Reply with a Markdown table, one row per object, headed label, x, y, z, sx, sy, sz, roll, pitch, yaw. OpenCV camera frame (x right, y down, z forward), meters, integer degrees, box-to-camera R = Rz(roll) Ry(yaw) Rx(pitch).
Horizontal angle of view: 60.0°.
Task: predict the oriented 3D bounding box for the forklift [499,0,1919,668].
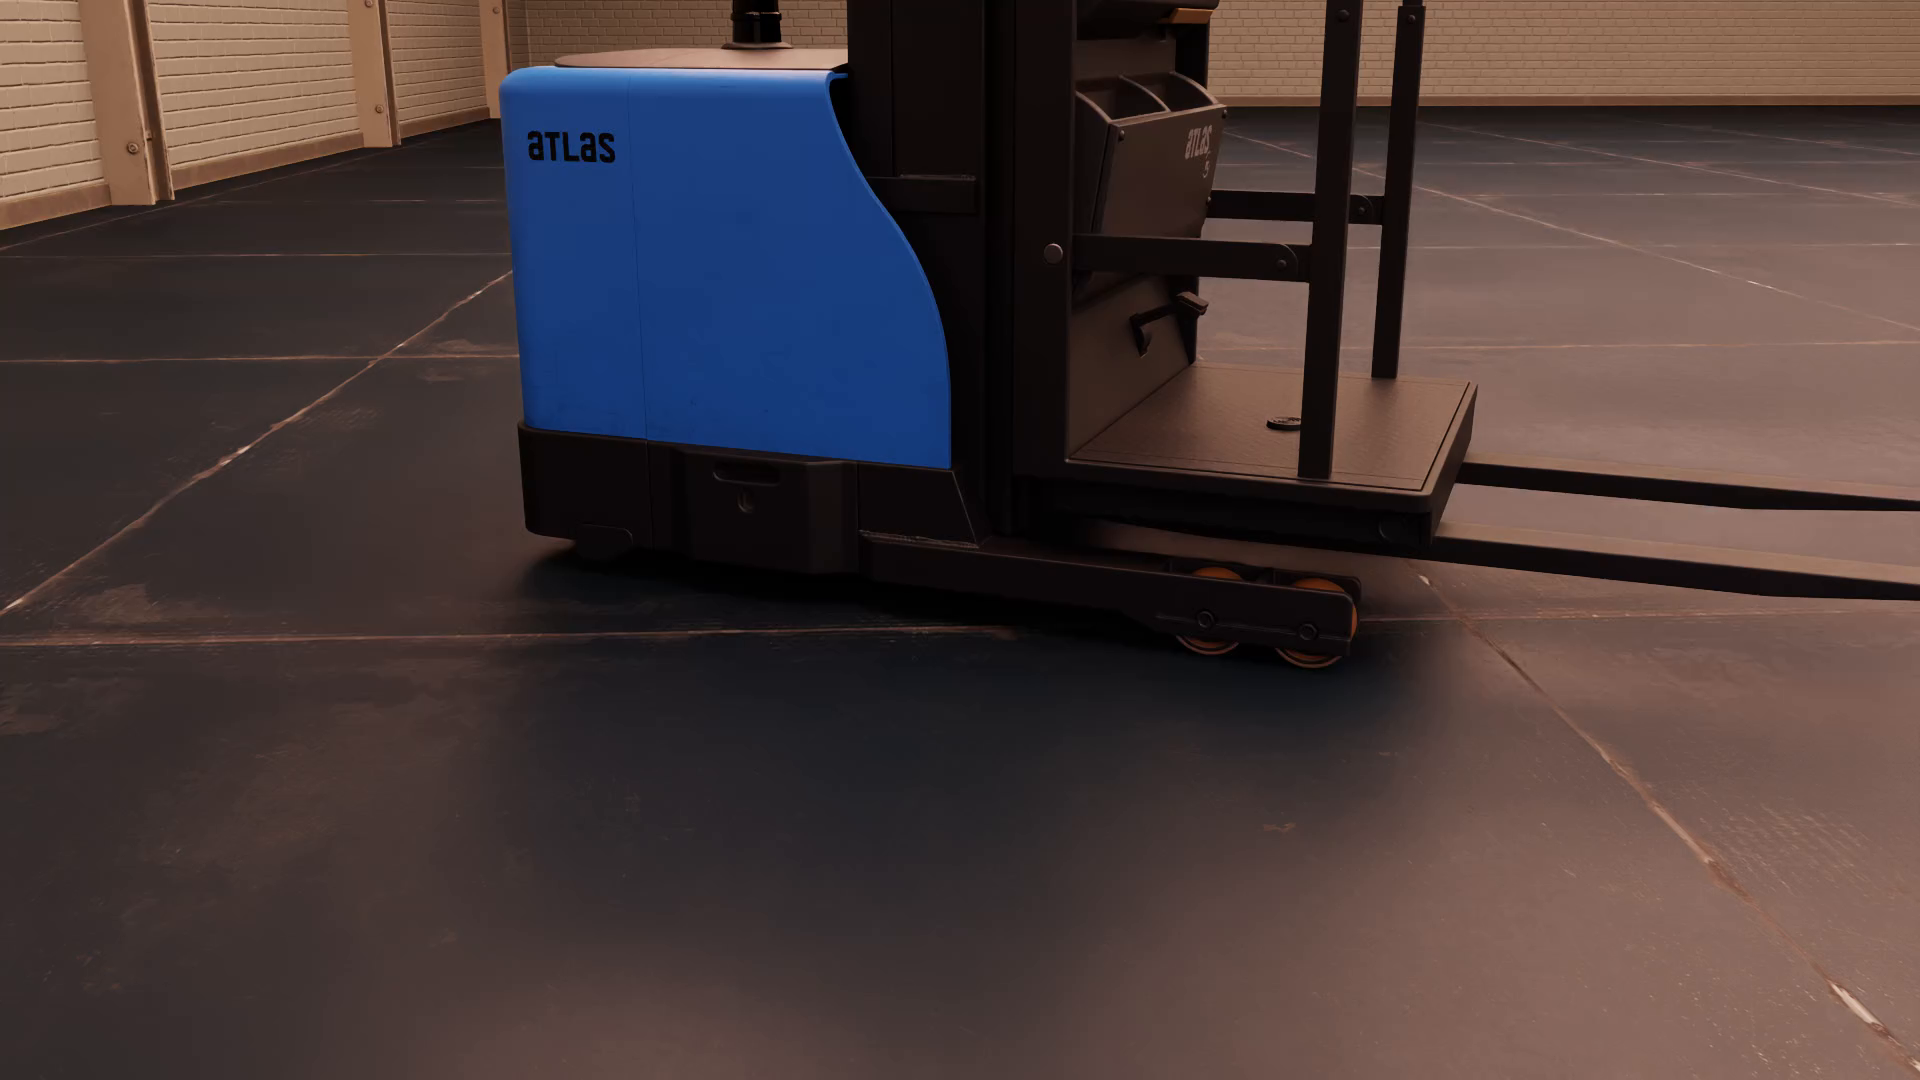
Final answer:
| label | x | y | z | sx | sy | sz | roll | pitch | yaw |
| --- | --- | --- | --- | --- | --- | --- | --- | --- | --- |
| forklift | 0.583 | -1.336 | 3.275 | 3.031 | 2.935 | 1.130 | 6 | 18 | 20 |
